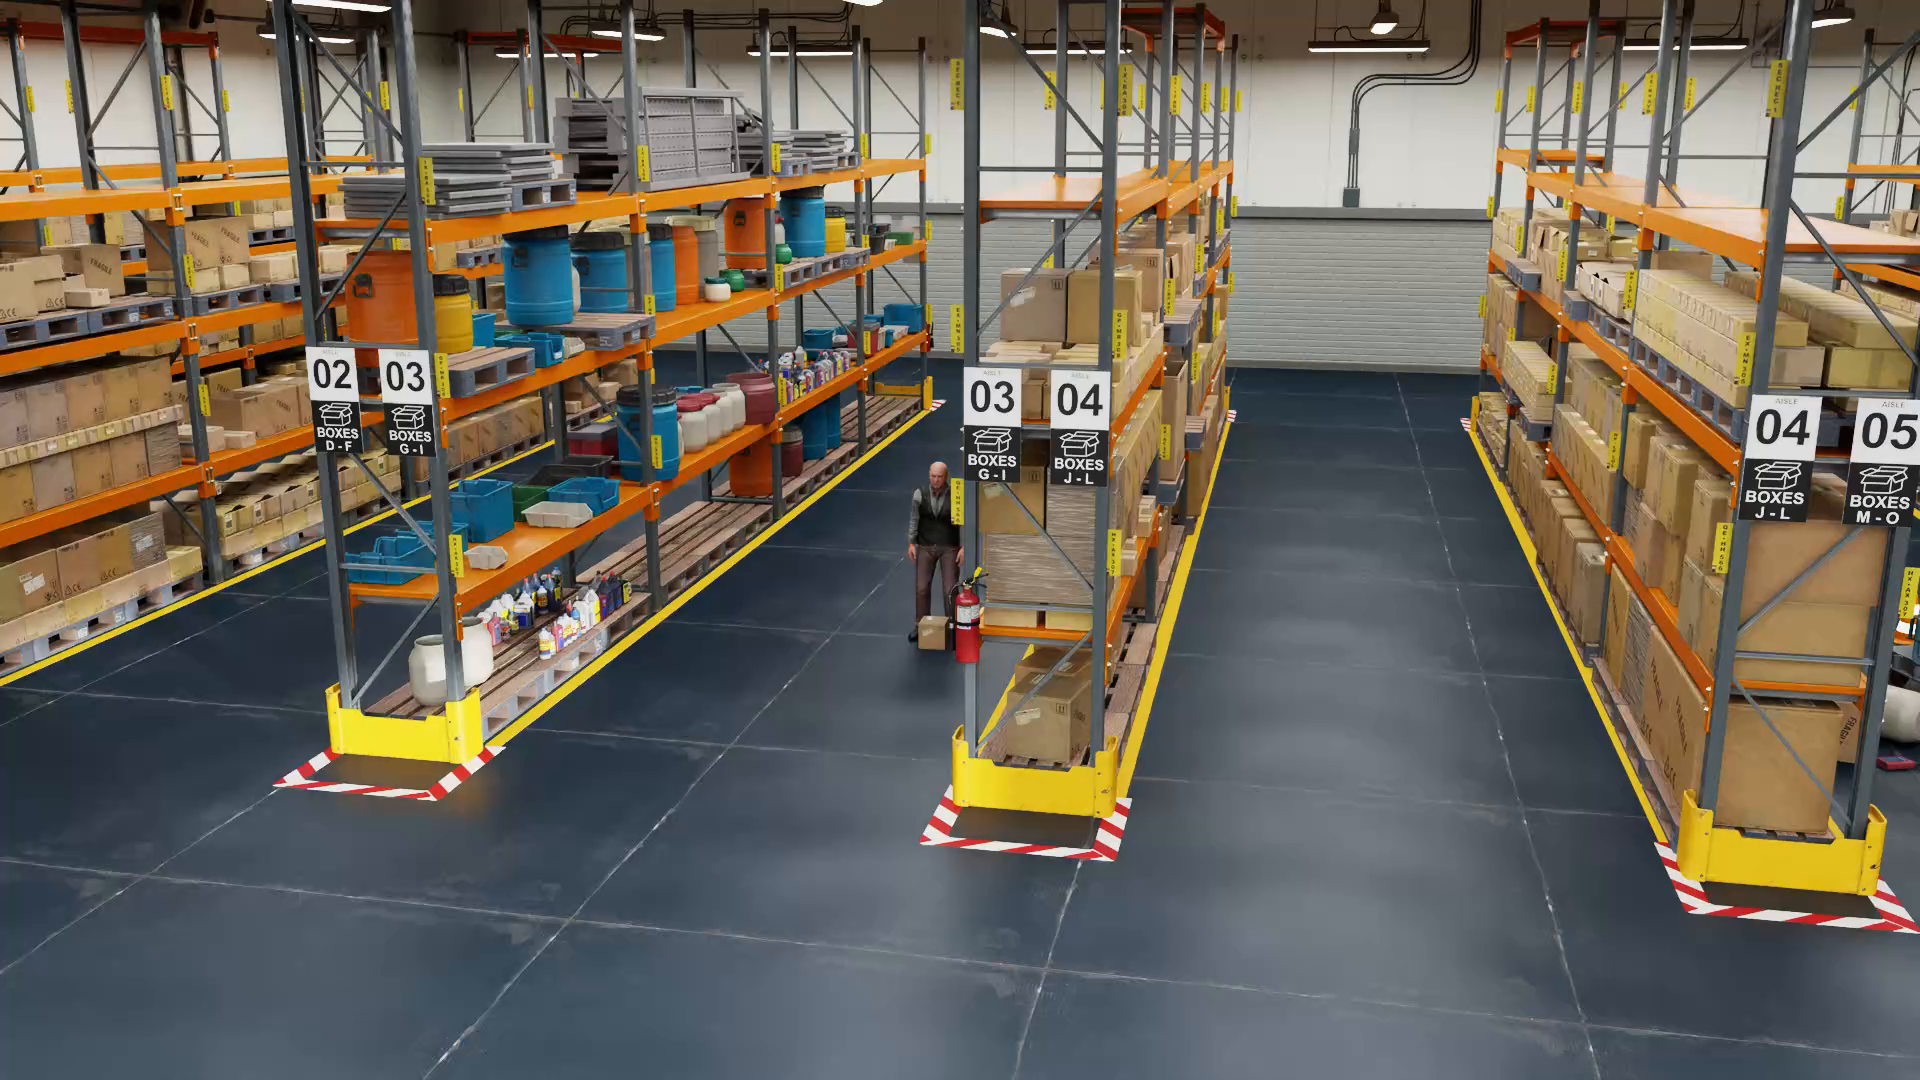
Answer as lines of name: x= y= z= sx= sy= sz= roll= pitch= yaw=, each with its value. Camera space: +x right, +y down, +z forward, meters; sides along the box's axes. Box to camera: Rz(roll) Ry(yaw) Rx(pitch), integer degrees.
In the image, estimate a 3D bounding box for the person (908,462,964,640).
person: x=-0.199 y=0.090 z=15.709 sx=0.581 sy=1.721 sz=0.419 roll=3 pitch=15 yaw=12
